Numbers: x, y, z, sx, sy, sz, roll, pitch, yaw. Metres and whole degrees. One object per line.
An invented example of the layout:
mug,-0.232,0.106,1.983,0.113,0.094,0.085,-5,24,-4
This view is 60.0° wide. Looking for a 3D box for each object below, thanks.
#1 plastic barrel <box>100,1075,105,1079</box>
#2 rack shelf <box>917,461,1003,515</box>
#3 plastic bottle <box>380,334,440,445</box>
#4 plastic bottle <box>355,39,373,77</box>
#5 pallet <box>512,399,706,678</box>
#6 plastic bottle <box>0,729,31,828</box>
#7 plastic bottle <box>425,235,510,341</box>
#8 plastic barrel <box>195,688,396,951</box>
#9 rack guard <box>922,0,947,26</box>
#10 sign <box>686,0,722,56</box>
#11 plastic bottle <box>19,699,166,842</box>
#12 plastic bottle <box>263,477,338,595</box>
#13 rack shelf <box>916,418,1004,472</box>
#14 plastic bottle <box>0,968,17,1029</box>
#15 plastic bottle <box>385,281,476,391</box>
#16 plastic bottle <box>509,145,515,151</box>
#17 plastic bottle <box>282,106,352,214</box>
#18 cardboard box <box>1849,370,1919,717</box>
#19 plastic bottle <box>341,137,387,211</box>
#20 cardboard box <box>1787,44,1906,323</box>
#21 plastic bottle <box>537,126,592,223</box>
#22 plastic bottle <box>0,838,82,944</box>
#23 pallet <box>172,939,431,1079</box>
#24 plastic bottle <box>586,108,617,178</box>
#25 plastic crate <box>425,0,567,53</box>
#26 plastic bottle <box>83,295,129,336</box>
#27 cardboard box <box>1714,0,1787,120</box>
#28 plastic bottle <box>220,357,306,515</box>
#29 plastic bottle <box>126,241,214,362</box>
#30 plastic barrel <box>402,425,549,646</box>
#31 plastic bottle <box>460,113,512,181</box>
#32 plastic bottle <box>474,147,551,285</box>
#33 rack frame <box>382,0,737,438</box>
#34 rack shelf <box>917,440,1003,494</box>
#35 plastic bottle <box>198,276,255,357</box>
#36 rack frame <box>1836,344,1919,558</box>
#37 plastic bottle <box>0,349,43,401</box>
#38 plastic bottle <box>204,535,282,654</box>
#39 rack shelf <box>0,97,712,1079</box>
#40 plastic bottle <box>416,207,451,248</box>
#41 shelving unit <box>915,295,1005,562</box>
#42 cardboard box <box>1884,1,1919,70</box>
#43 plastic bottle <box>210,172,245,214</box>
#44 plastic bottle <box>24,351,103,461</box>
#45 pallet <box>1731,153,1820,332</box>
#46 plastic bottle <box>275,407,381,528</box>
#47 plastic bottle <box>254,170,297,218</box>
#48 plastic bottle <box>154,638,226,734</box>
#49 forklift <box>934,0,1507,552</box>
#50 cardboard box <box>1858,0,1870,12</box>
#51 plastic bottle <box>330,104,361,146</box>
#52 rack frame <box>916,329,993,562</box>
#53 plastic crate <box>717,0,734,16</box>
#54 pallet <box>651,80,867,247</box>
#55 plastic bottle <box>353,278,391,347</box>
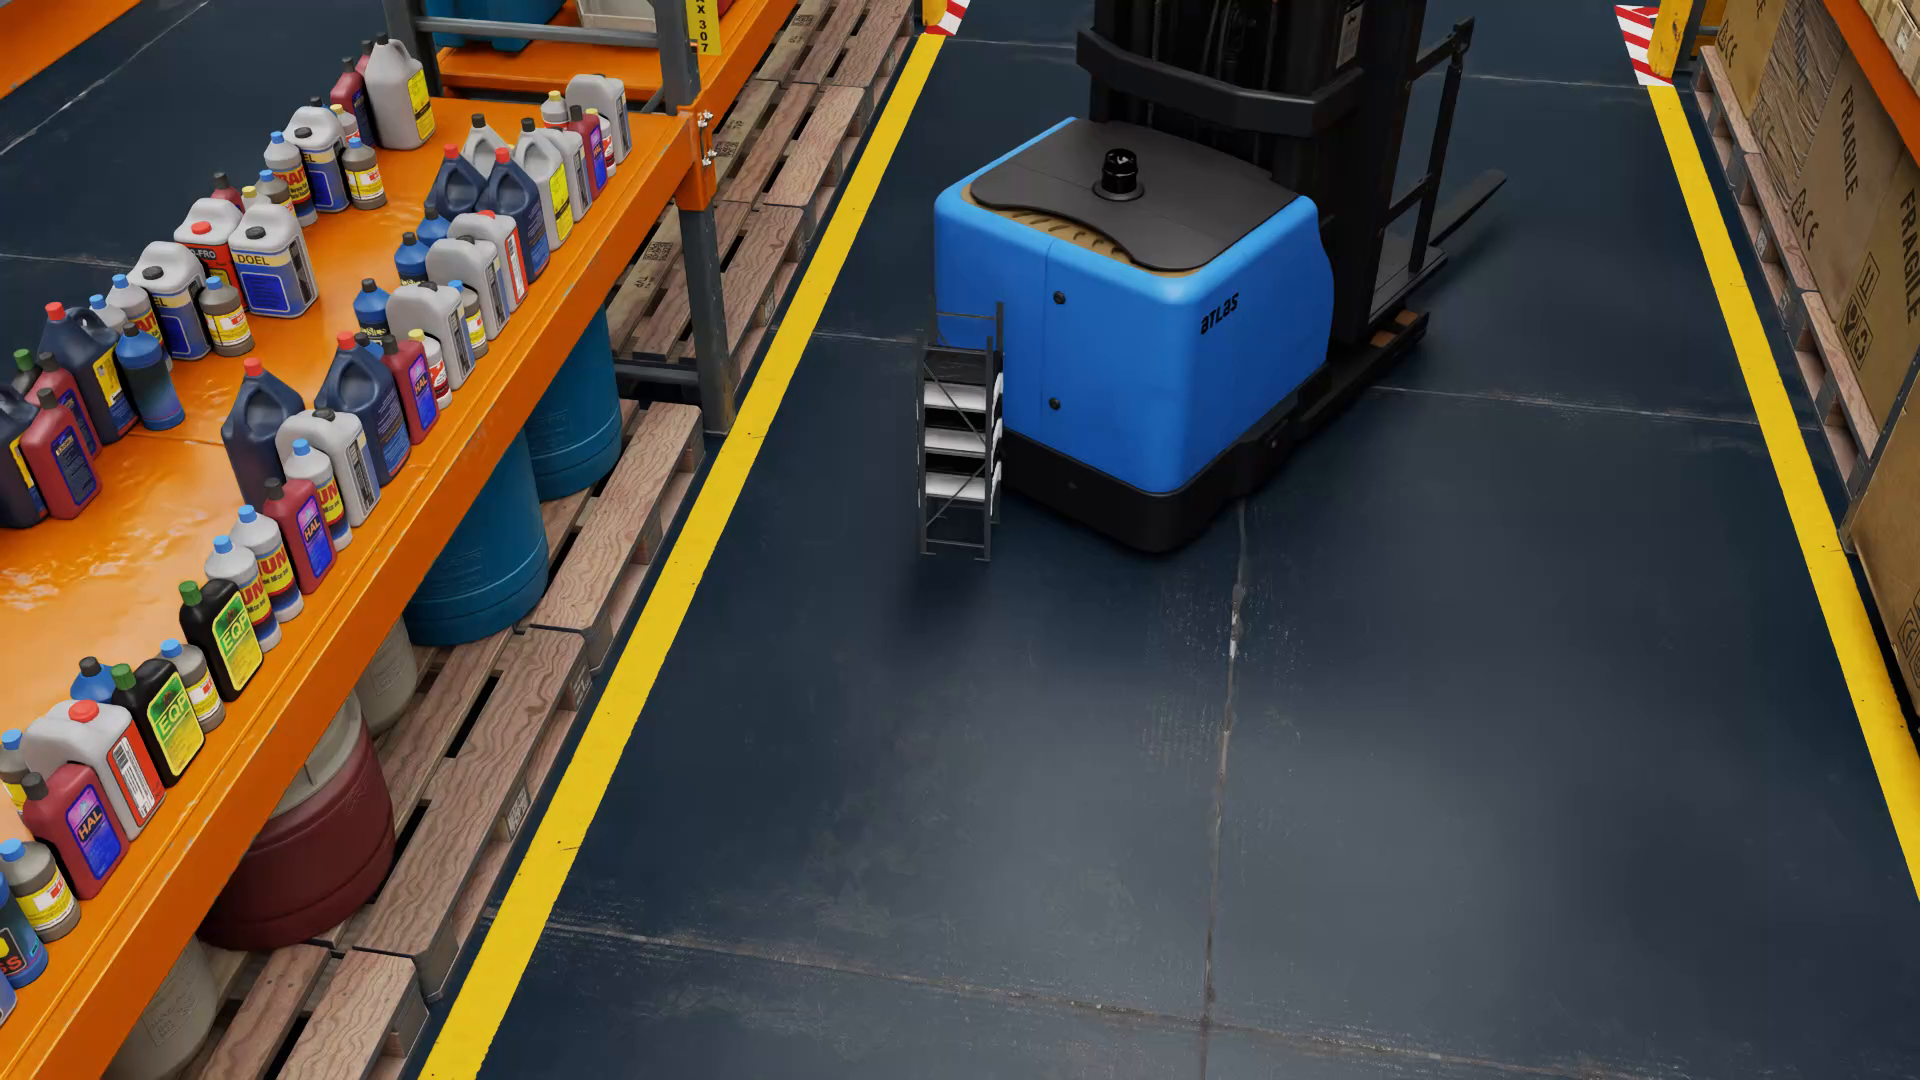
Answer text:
plastic barrel,-1.975,1.244,3.264,0.600,0.830,0.708,6,40,8
rack shelf,0.001,-0.187,5.605,0.258,0.077,0.200,6,40,8
plastic bottle,-1.310,-0.378,3.944,0.061,0.283,0.133,6,40,8
plastic bottle,-1.835,-1.404,5.185,0.061,0.283,0.133,6,40,8
pallet,-1.526,-0.077,5.678,1.003,0.211,1.213,6,40,8
plastic bottle,-1.696,0.427,3.035,0.097,0.201,0.097,0,40,0
plastic bottle,-1.275,-0.671,4.304,0.152,0.276,0.135,6,40,8
plastic barrel,-1.780,0.629,4.198,0.600,0.588,0.708,6,40,8
rack guard,-0.667,-3.195,9.222,1.175,0.500,0.348,6,40,8
sign,-0.810,-1.676,5.206,0.100,0.325,0.005,6,40,8
plastic bottle,-1.570,0.400,3.009,0.152,0.276,0.135,6,40,8
plastic bottle,-1.405,-0.032,3.527,0.061,0.283,0.133,6,40,8
rack shelf,0.001,-0.326,5.491,0.258,0.077,0.200,6,40,8
plastic bottle,-1.650,0.691,2.658,0.152,0.276,0.135,6,40,8
plastic bottle,-1.315,-0.525,4.128,0.152,0.276,0.135,6,40,8
plastic bottle,-1.290,-1.045,4.816,0.097,0.201,0.097,0,40,0
plastic bottle,-1.870,-1.106,4.831,0.152,0.276,0.135,6,40,8
cardboard box,3.436,-0.025,4.764,1.225,0.875,0.875,7,40,8
plastic bottle,-1.744,-1.075,4.852,0.097,0.201,0.097,0,40,0
cardboard box,3.876,-1.399,6.425,0.875,0.875,0.875,6,40,8
plastic bottle,-1.164,-1.071,4.789,0.152,0.276,0.135,6,40,8
plastic bottle,-1.586,0.589,2.840,0.097,0.201,0.097,0,40,0
pallet,-1.948,1.454,3.826,1.003,0.211,1.213,6,40,8
plastic bottle,-1.094,-1.196,4.999,0.097,0.201,0.097,0,40,0
plastic crate,-1.606,-1.979,5.755,0.392,0.384,0.575,6,40,8
plastic bottle,-2.071,-0.476,4.073,0.097,0.271,0.097,0,40,0
cardboard box,4.187,-2.528,7.792,0.875,0.875,0.875,6,40,8
plastic bottle,-1.552,-0.241,3.726,0.144,0.351,0.185,6,40,8
plastic bottle,-2.007,-0.609,4.229,0.152,0.276,0.135,6,40,8
plastic barrel,-1.584,-0.201,4.956,0.600,0.901,0.708,6,40,8
plastic bottle,-1.330,-1.016,4.663,0.144,0.351,0.185,6,40,8
plastic bottle,-1.220,-0.884,4.503,0.144,0.351,0.185,6,40,8
rack frame,-1.351,-1.632,5.369,1.000,3.000,0.127,6,40,8
rack shelf,0.001,-0.257,5.548,0.258,0.077,0.200,6,40,8
plastic bottle,-1.881,-0.578,4.251,0.097,0.201,0.097,0,40,0
rack frame,3.527,-1.085,4.709,1.000,3.000,0.127,6,40,8
plastic bottle,-2.141,-0.294,3.843,0.061,0.283,0.133,6,40,8
plastic bottle,-1.460,0.104,3.371,0.097,0.271,0.097,0,40,0
rack shelf,-1.697,-0.099,4.080,1.077,0.370,4.000,6,40,8
plastic bottle,-1.377,-0.755,4.410,0.097,0.271,0.097,0,40,0
shelving unit,0.001,-0.352,5.469,0.258,0.900,0.210,6,40,8
cardboard box,3.391,-1.700,5.649,0.380,0.149,0.250,7,40,9
plastic bottle,-1.988,-0.846,4.511,0.061,0.283,0.133,6,40,8
plastic bottle,-2.081,-0.287,3.835,0.061,0.283,0.133,6,40,8
pallet,3.945,-1.247,7.093,1.003,0.211,1.213,6,40,8
plastic bottle,-1.410,-0.180,3.711,0.152,0.276,0.135,6,40,8
plastic bottle,-1.934,-0.946,4.696,0.097,0.201,0.097,0,40,0
plastic bottle,-1.500,0.276,3.219,0.097,0.201,0.097,0,40,0
forklift,1.215,-1.966,5.827,1.130,2.935,3.031,27,47,29
cardboard box,3.479,-2.023,6.039,0.380,0.149,0.250,6,40,7
plastic bottle,-1.860,-1.214,5.020,0.097,0.201,0.097,0,40,0
rack frame,-0.016,-0.288,5.392,0.240,0.900,0.006,6,40,8
plastic crate,-0.949,-2.212,5.974,0.402,0.464,0.583,6,40,8
pallet,-1.053,-1.791,7.750,1.003,0.211,1.213,6,40,8
plastic bottle,-1.441,-0.525,4.132,0.097,0.271,0.097,0,40,0
